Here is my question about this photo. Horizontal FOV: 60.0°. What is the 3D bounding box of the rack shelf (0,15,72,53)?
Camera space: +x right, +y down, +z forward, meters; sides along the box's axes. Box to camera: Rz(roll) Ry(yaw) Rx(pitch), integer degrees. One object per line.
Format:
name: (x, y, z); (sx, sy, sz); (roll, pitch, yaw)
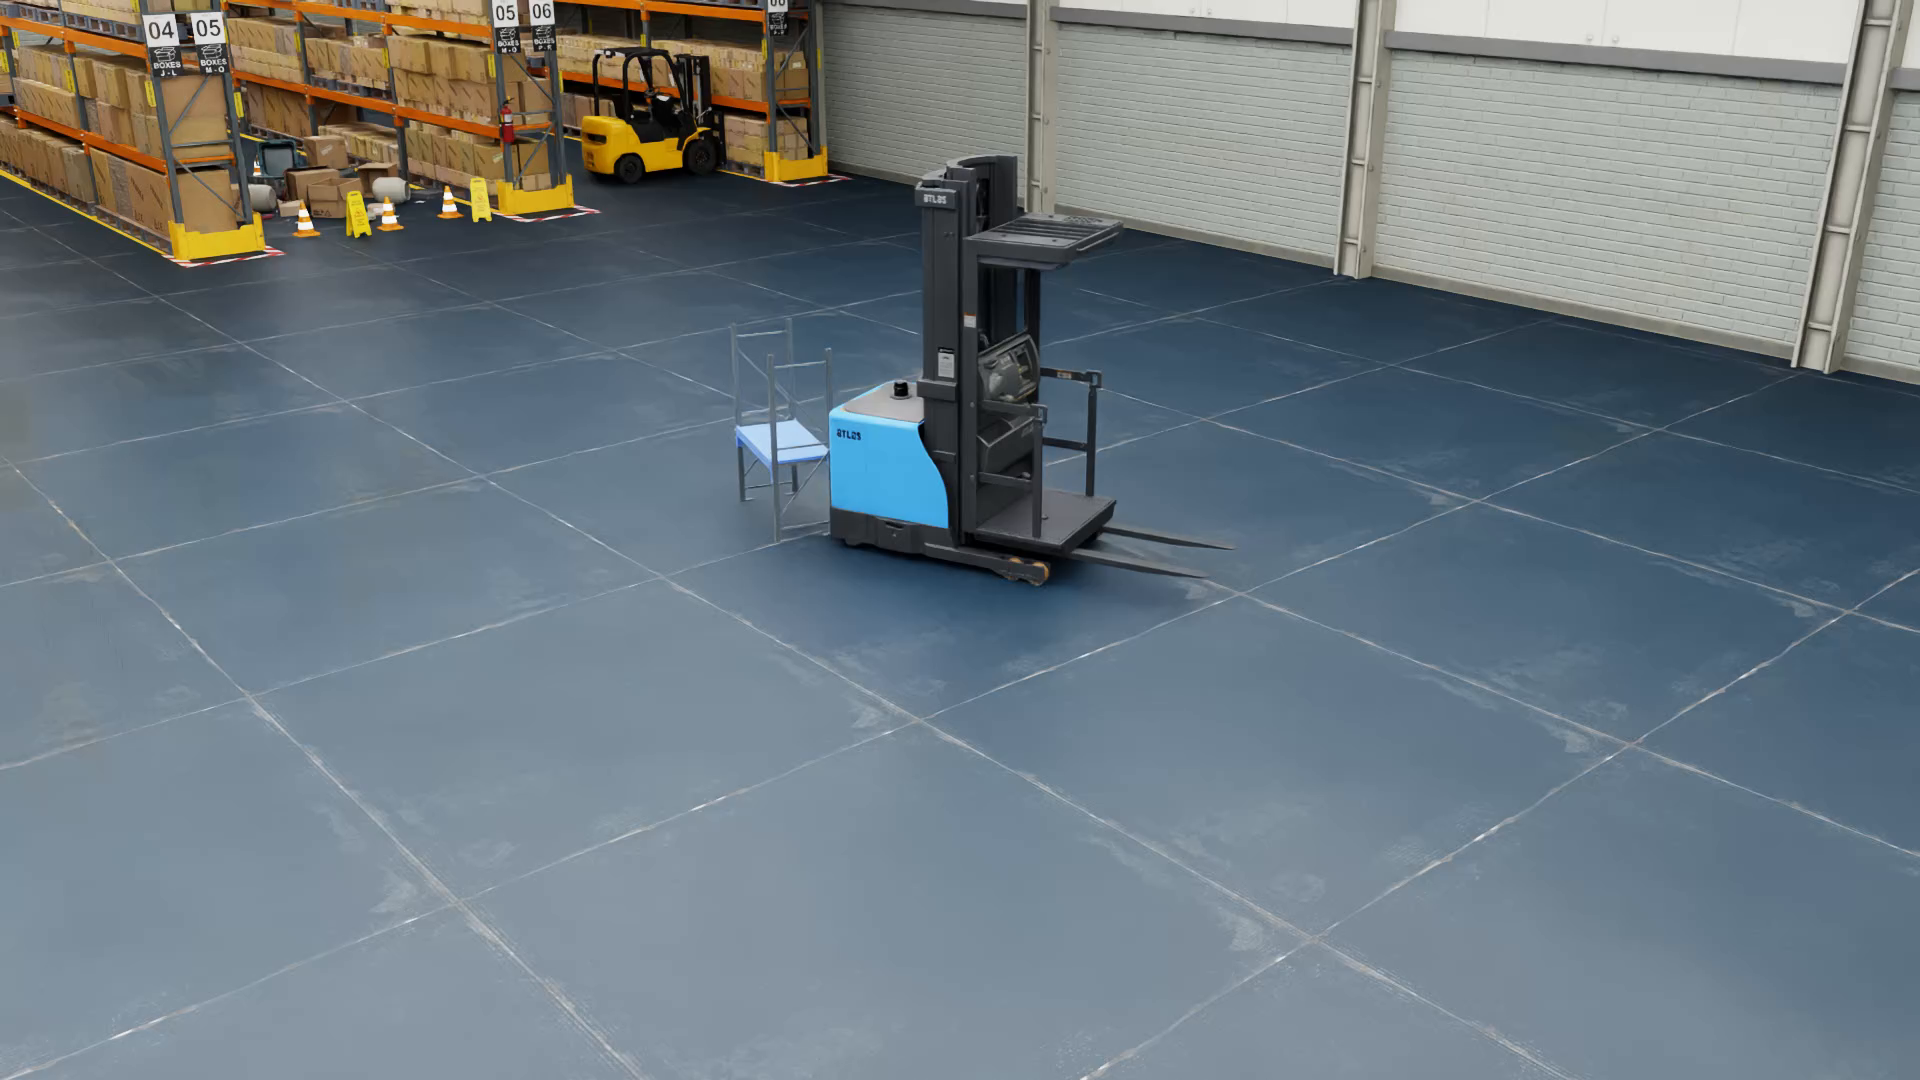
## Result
rack shelf: (-14.250, -8.124, 26.486); (1.077, 0.370, 4.000); (-17, 27, -37)

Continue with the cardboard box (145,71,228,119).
cardboard box: (-10.547, -6.089, 22.730); (0.875, 0.550, 0.550); (-17, 27, -37)

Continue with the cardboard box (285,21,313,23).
cardboard box: (-12.992, -9.949, 32.764); (0.500, 0.500, 0.500); (-17, 27, -37)

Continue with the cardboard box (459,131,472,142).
cardboard box: (-7.823, -6.492, 26.723); (0.380, 0.149, 0.250); (-17, 27, -37)

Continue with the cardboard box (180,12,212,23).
cardboard box: (-10.315, -7.097, 22.510); (0.380, 0.149, 0.250); (-17, 27, -37)

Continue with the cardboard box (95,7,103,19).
cardboard box: (-11.803, -7.359, 23.178); (0.380, 0.149, 0.250); (-17, 27, -37)

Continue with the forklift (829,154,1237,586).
forklift: (0.543, -1.253, 12.164); (3.031, 2.935, 1.130); (11, 24, 25)

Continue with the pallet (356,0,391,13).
pallet: (-9.583, -9.221, 28.558); (1.213, 0.211, 1.003); (-17, 27, -37)

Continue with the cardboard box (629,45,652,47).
cardboard box: (-6.076, -9.356, 31.731); (0.380, 0.149, 0.250); (-18, 28, -38)

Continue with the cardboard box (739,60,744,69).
cardboard box: (-3.643, -8.321, 29.089); (0.380, 0.149, 0.250); (-17, 27, -36)

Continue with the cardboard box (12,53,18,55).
cardboard box: (-17.084, -8.724, 30.097); (0.380, 0.149, 0.250); (-19, 28, -39)

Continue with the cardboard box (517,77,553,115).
cardboard box: (-6.749, -6.993, 26.179); (0.500, 0.500, 0.500); (-18, 28, -38)

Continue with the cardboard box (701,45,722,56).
cardboard box: (-4.443, -8.825, 29.969); (0.380, 0.149, 0.250); (-17, 27, -37)

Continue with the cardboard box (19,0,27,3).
cardboard box: (-14.588, -8.679, 26.327); (0.500, 0.311, 0.500); (-18, 28, -38)

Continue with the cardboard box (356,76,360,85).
cardboard box: (-10.461, -8.156, 29.463); (0.380, 0.149, 0.250); (-17, 27, -37)

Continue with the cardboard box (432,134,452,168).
cardboard box: (-8.385, -6.464, 27.541); (0.500, 0.500, 0.500); (-16, 26, -35)

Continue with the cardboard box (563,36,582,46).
cardboard box: (-7.767, -10.056, 33.518); (0.380, 0.149, 0.250); (-17, 27, -36)

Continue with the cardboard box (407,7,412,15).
cardboard box: (-8.869, -8.723, 27.374); (0.380, 0.149, 0.250); (-17, 27, -37)

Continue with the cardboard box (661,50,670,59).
cardboard box: (-5.324, -9.025, 30.887); (0.380, 0.149, 0.250); (-17, 27, -36)

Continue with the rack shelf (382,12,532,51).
rack shelf: (-7.955, -8.225, 26.744); (1.077, 0.370, 4.000); (-17, 27, -37)

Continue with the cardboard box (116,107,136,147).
cardboard box: (-11.634, -6.034, 24.071); (0.875, 0.550, 0.500); (-17, 27, -37)

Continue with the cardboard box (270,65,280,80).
cardboard box: (-13.061, -9.109, 32.334); (0.500, 0.250, 0.500); (-18, 28, -38)

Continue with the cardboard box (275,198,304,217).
cardboard box: (-10.428, -5.200, 25.896); (0.396, 0.266, 0.258); (-12, 25, -28)

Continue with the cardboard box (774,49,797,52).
cardboard box: (-3.076, -8.512, 29.170); (0.380, 0.149, 0.250); (-16, 27, -36)

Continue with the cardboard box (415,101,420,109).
cardboard box: (-8.898, -7.312, 27.884); (0.380, 0.149, 0.250); (-18, 27, -38)

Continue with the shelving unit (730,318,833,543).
shelving unit: (-1.401, -0.887, 13.193); (0.538, 1.500, 1.048); (-9, 23, -21)

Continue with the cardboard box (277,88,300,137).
cardboard box: (-12.839, -8.485, 32.872); (0.875, 0.875, 0.875); (-17, 27, -37)

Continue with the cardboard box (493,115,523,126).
cardboard box: (-7.056, -6.546, 25.929); (0.380, 0.149, 0.250); (-16, 27, -36)

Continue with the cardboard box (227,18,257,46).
cardboard box: (-14.413, -10.248, 33.528); (0.500, 0.500, 0.500); (-17, 27, -37)

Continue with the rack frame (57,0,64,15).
rack frame: (-12.945, -9.303, 24.397); (1.000, 3.000, 0.127); (-17, 27, -37)

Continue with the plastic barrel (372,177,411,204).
plastic barrel: (-9.145, -5.621, 26.756); (0.512, 0.421, 0.421); (0, 21, -1)

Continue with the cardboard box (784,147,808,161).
cardboard box: (-3.064, -6.891, 29.659); (0.500, 0.250, 0.500); (-17, 27, -37)

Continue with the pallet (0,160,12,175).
pallet: (-16.857, -6.869, 30.233); (1.003, 0.211, 1.213); (-17, 27, -37)

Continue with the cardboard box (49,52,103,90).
cardboard box: (-13.940, -7.439, 26.355); (0.700, 0.500, 0.500); (-17, 27, -37)

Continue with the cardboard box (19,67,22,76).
cardboard box: (-16.402, -8.299, 29.421); (0.380, 0.149, 0.250); (-17, 27, -37)

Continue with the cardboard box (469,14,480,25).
cardboard box: (-7.282, -7.983, 25.485); (0.380, 0.149, 0.250); (-17, 27, -37)

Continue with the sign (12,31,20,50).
sign: (-17.749, -9.392, 31.263); (0.100, 0.325, 0.005); (-17, 27, -37)

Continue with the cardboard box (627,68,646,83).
cardboard box: (-6.030, -8.906, 31.814); (0.500, 0.250, 0.500); (-17, 27, -36)

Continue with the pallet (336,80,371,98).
pallet: (-10.549, -8.194, 30.056); (1.003, 0.211, 1.213); (-17, 27, -37)

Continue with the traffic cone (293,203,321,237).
traffic cone: (-9.605, -4.708, 24.369); (0.336, 0.463, 0.334); (-17, 27, -37)

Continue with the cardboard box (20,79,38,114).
cardboard box: (-15.133, -7.333, 27.456); (0.500, 0.500, 0.500); (-18, 28, -38)

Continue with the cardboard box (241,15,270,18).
cardboard box: (-14.610, -10.627, 34.496); (0.500, 0.500, 0.500); (-17, 27, -37)

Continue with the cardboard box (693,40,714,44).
cardboard box: (-4.750, -9.220, 30.977); (0.380, 0.149, 0.250); (-18, 28, -38)

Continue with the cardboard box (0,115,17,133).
cardboard box: (-16.859, -7.403, 29.596); (0.500, 0.250, 0.500); (-17, 27, -36)

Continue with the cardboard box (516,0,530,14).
cardboard box: (-6.776, -8.278, 25.692); (0.500, 0.250, 0.500); (-18, 28, -38)

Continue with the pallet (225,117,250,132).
pallet: (-14.920, -8.856, 35.306); (1.003, 0.211, 1.213); (-17, 27, -37)

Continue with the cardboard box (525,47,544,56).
cardboard box: (-8.833, -10.172, 34.611); (0.380, 0.149, 0.250); (-17, 27, -36)

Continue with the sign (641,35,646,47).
sign: (-5.908, -9.269, 31.057); (0.100, 0.325, 0.005); (-17, 27, -37)

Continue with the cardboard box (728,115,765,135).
cardboard box: (-3.767, -7.367, 29.503); (0.500, 0.250, 0.500); (-17, 27, -36)

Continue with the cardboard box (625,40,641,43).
cardboard box: (-6.362, -9.760, 32.763); (0.380, 0.149, 0.250); (-18, 27, -38)

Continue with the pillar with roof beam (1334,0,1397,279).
pillar with roof beam: (1.908, -6.653, 17.632); (9.100, 9.000, 0.400); (-17, 27, -37)

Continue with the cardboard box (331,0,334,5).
cardboard box: (-10.855, -9.851, 29.768); (0.797, 0.503, 0.637); (-17, 27, -37)

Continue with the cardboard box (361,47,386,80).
cardboard box: (-10.061, -8.306, 28.957); (0.500, 0.500, 0.500); (-17, 27, -37)
